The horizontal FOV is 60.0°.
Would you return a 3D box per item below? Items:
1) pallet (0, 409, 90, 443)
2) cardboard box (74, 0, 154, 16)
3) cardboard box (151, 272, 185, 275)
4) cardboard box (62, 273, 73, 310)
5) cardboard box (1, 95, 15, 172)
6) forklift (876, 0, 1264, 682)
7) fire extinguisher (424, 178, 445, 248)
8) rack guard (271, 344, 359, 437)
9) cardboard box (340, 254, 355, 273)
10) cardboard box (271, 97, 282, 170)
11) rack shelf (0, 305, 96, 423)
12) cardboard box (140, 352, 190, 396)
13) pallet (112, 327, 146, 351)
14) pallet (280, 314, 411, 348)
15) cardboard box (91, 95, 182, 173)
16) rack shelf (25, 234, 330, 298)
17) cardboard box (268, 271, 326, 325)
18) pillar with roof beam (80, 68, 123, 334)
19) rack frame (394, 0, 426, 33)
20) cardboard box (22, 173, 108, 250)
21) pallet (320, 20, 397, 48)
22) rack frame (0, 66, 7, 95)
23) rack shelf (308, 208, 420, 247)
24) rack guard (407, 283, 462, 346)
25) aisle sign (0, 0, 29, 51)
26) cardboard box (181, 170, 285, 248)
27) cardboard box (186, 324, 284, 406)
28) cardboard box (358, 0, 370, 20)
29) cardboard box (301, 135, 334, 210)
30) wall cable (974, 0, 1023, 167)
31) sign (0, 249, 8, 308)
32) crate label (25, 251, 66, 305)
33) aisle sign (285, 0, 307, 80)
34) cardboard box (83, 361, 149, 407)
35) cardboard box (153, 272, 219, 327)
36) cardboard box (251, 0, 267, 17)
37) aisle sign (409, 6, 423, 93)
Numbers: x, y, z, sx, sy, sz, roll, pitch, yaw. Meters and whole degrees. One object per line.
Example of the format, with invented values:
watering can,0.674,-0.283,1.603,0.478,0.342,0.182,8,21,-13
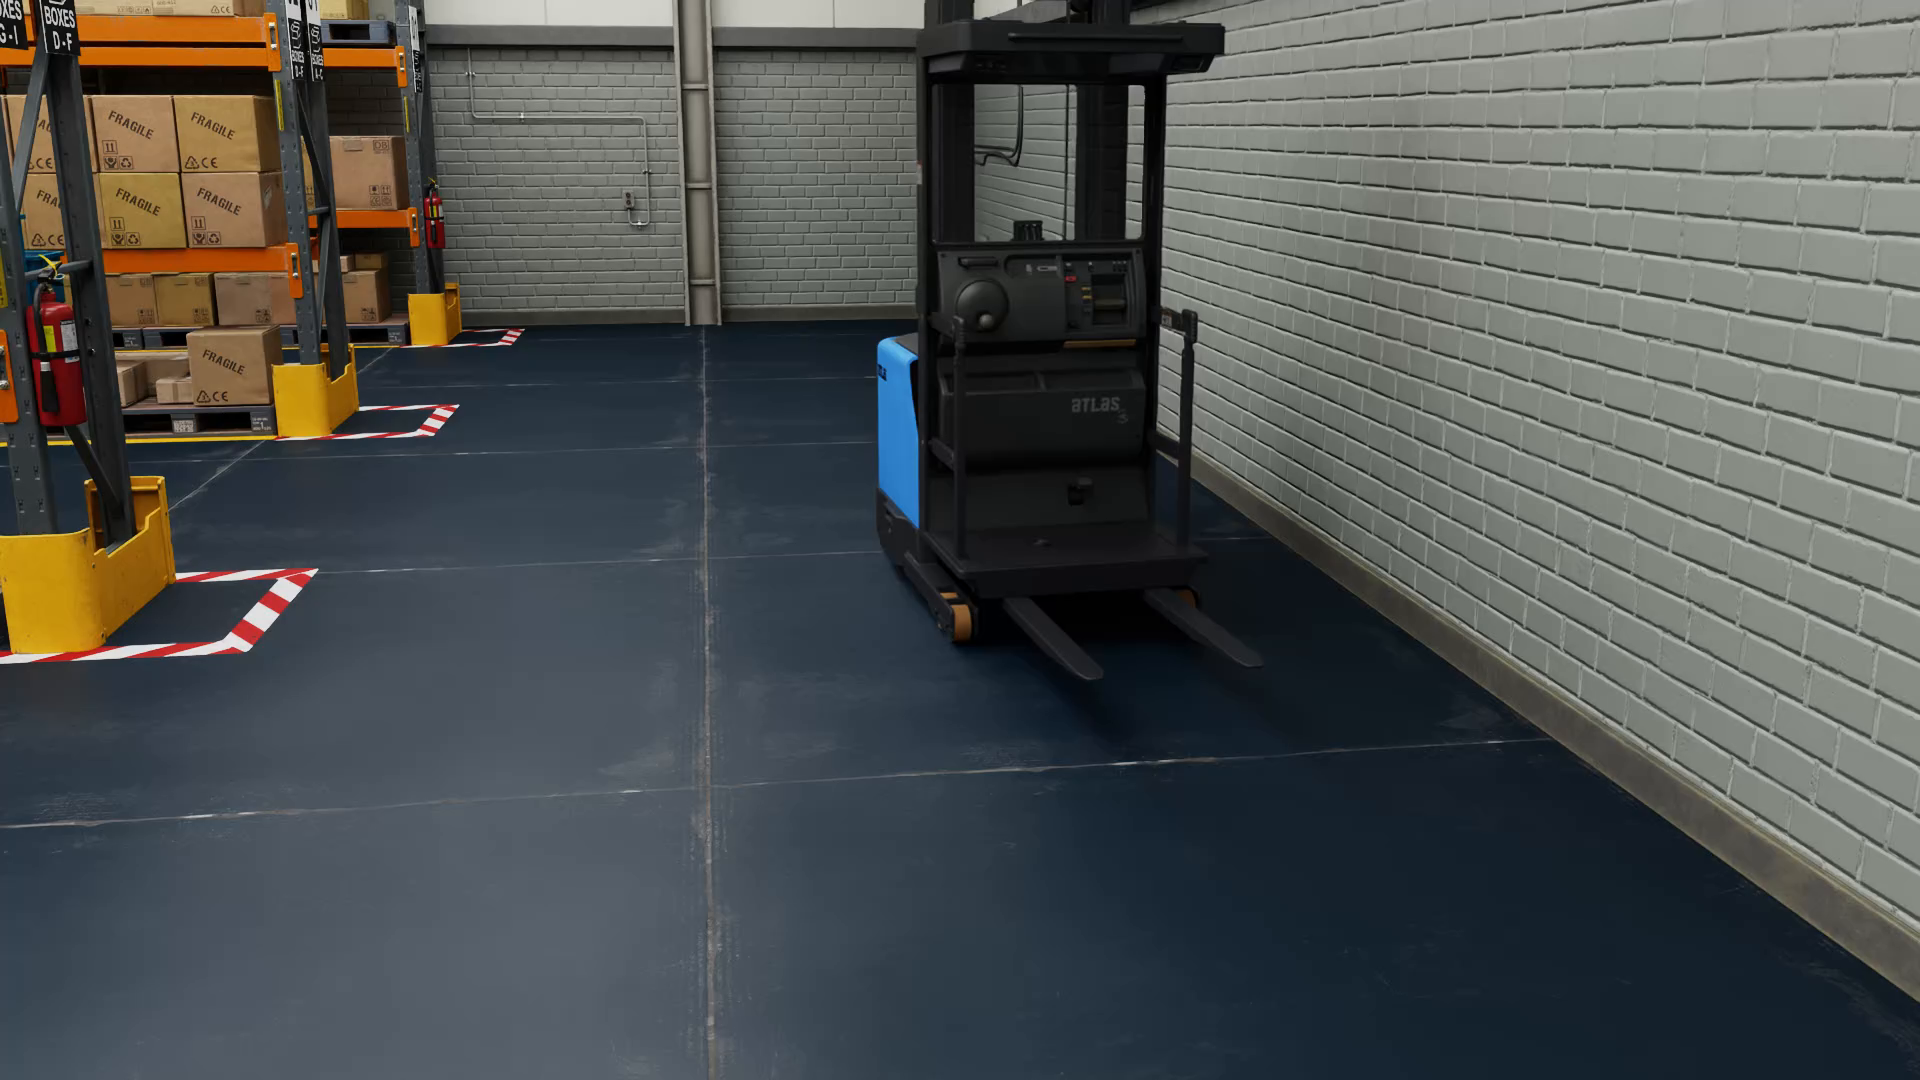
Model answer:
pallet,-6.660,-0.888,11.828,1.213,0.211,1.003,-2,14,-8
cardboard box,-5.558,-3.600,11.053,0.500,0.250,0.500,-2,14,-8
cardboard box,-7.653,-2.658,16.095,0.250,0.149,0.380,-3,14,-10
cardboard box,-8.535,-2.356,16.224,0.500,0.500,0.700,-2,14,-8
cardboard box,-6.511,-2.710,11.099,0.500,0.500,0.500,-2,14,-7
forklift,0.414,-1.090,7.044,1.130,2.935,3.031,-3,14,-13
fire extinguisher,-5.117,-3.183,16.173,0.183,0.674,0.296,-2,14,-8
rack guard,-4.668,-1.100,12.082,0.348,0.500,1.175,-2,14,-8
cardboard box,-6.112,-2.715,16.323,0.250,0.149,0.380,-2,14,-9
cardboard box,-5.071,-2.896,11.844,0.500,0.500,0.500,-2,14,-7
rack shelf,-5.836,-0.703,6.836,4.000,0.370,1.077,-2,14,-8
cardboard box,-5.667,-1.226,12.191,0.500,0.250,0.500,-2,14,-8
pallet,-8.526,-2.018,16.335,1.213,0.211,1.003,-2,14,-8
pallet,-6.114,-2.107,16.688,1.213,0.211,1.003,-2,14,-8
cardboard box,-5.491,-2.748,11.253,0.500,0.500,0.500,-2,14,-7
rack shelf,-6.571,-1.894,11.587,4.000,0.370,1.077,-2,14,-8
cardboard box,-6.507,-2.431,16.523,0.500,0.500,0.700,-2,14,-8
pillar with roof beam,-8.085,-5.470,12.033,0.400,9.000,9.100,-2,14,-8
rack frame,-5.335,-6.417,15.810,0.127,3.000,1.000,-2,14,-8
cardboard box,-6.002,-2.246,11.306,0.500,0.500,0.500,-2,14,-8
pallet,-6.067,-4.890,16.068,1.213,0.211,1.003,-2,14,-8
rack frame,-9.290,-3.362,15.961,0.127,3.000,1.000,-2,14,-8
rack shelf,-7.312,-3.086,16.338,4.000,0.370,1.077,-2,14,-8
rack guard,-5.311,-2.295,16.847,0.348,0.500,1.175,-2,14,-8
aisle sign,-3.744,-2.317,6.450,0.004,0.787,0.394,-2,14,-8
cardboard box,-4.995,-2.282,11.451,0.500,0.500,0.500,-2,14,-7
cardboard box,-5.094,-1.238,11.724,0.500,0.500,0.500,-2,14,-8
cardboard box,-6.093,-5.174,16.259,0.500,0.250,0.500,-1,14,-5
cardboard box,-6.555,-3.603,16.304,0.700,0.700,0.980,-2,14,-9
wall cable,0.312,-5.030,16.662,0.112,2.526,3.097,-2,14,-8
sign,-3.761,-1.071,6.492,0.005,0.325,0.100,-2,14,-8
crate label,-4.152,-1.142,7.330,0.303,0.233,0.416,-2,14,-8
aisle sign,-4.480,-3.505,11.188,0.004,0.787,0.394,-2,14,-8
cardboard box,-6.038,-1.089,11.646,0.500,0.250,0.500,-2,14,-8
cardboard box,-7.530,-2.391,16.366,0.500,0.500,0.700,-2,14,-7
cardboard box,-5.139,-3.740,11.612,0.500,0.250,0.500,-2,14,-8
aisle sign,-5.219,-4.698,15.946,0.004,0.787,0.394,-2,14,-8
